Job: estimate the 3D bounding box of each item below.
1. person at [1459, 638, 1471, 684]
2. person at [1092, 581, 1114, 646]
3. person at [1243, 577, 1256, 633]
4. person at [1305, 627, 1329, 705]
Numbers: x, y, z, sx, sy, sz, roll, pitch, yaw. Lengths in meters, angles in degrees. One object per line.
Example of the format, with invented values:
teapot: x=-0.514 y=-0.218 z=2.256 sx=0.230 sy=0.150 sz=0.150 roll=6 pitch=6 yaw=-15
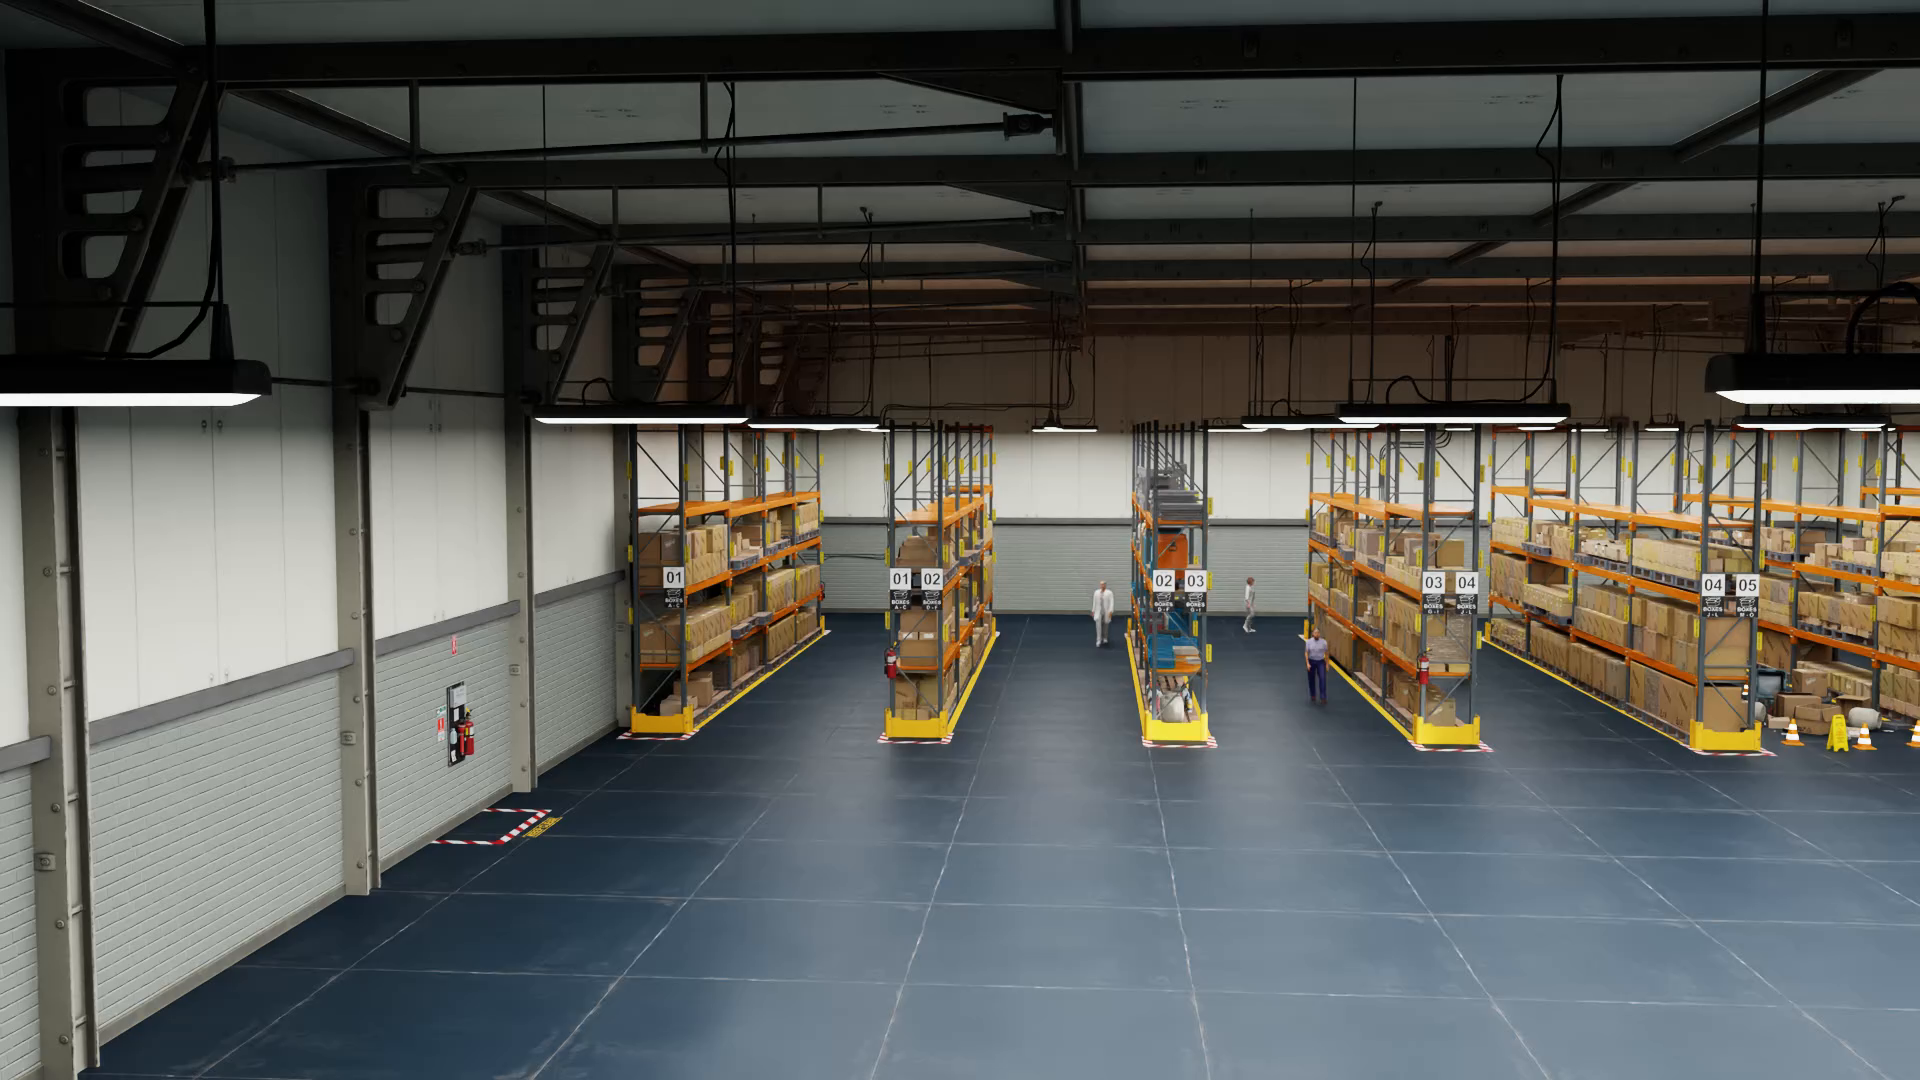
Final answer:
person: x=11.581 y=2.456 z=38.373 sx=0.598 sy=1.691 sz=0.656 roll=1 pitch=4 yaw=22
person: x=3.883 y=1.972 z=45.217 sx=0.608 sy=1.717 sz=1.102 roll=0 pitch=4 yaw=6
person: x=8.382 y=1.883 z=48.114 sx=0.355 sy=1.628 sz=0.478 roll=2 pitch=4 yaw=24
person: x=7.589 y=2.659 z=35.366 sx=0.514 sy=1.602 sz=0.922 roll=1 pitch=4 yaw=14
